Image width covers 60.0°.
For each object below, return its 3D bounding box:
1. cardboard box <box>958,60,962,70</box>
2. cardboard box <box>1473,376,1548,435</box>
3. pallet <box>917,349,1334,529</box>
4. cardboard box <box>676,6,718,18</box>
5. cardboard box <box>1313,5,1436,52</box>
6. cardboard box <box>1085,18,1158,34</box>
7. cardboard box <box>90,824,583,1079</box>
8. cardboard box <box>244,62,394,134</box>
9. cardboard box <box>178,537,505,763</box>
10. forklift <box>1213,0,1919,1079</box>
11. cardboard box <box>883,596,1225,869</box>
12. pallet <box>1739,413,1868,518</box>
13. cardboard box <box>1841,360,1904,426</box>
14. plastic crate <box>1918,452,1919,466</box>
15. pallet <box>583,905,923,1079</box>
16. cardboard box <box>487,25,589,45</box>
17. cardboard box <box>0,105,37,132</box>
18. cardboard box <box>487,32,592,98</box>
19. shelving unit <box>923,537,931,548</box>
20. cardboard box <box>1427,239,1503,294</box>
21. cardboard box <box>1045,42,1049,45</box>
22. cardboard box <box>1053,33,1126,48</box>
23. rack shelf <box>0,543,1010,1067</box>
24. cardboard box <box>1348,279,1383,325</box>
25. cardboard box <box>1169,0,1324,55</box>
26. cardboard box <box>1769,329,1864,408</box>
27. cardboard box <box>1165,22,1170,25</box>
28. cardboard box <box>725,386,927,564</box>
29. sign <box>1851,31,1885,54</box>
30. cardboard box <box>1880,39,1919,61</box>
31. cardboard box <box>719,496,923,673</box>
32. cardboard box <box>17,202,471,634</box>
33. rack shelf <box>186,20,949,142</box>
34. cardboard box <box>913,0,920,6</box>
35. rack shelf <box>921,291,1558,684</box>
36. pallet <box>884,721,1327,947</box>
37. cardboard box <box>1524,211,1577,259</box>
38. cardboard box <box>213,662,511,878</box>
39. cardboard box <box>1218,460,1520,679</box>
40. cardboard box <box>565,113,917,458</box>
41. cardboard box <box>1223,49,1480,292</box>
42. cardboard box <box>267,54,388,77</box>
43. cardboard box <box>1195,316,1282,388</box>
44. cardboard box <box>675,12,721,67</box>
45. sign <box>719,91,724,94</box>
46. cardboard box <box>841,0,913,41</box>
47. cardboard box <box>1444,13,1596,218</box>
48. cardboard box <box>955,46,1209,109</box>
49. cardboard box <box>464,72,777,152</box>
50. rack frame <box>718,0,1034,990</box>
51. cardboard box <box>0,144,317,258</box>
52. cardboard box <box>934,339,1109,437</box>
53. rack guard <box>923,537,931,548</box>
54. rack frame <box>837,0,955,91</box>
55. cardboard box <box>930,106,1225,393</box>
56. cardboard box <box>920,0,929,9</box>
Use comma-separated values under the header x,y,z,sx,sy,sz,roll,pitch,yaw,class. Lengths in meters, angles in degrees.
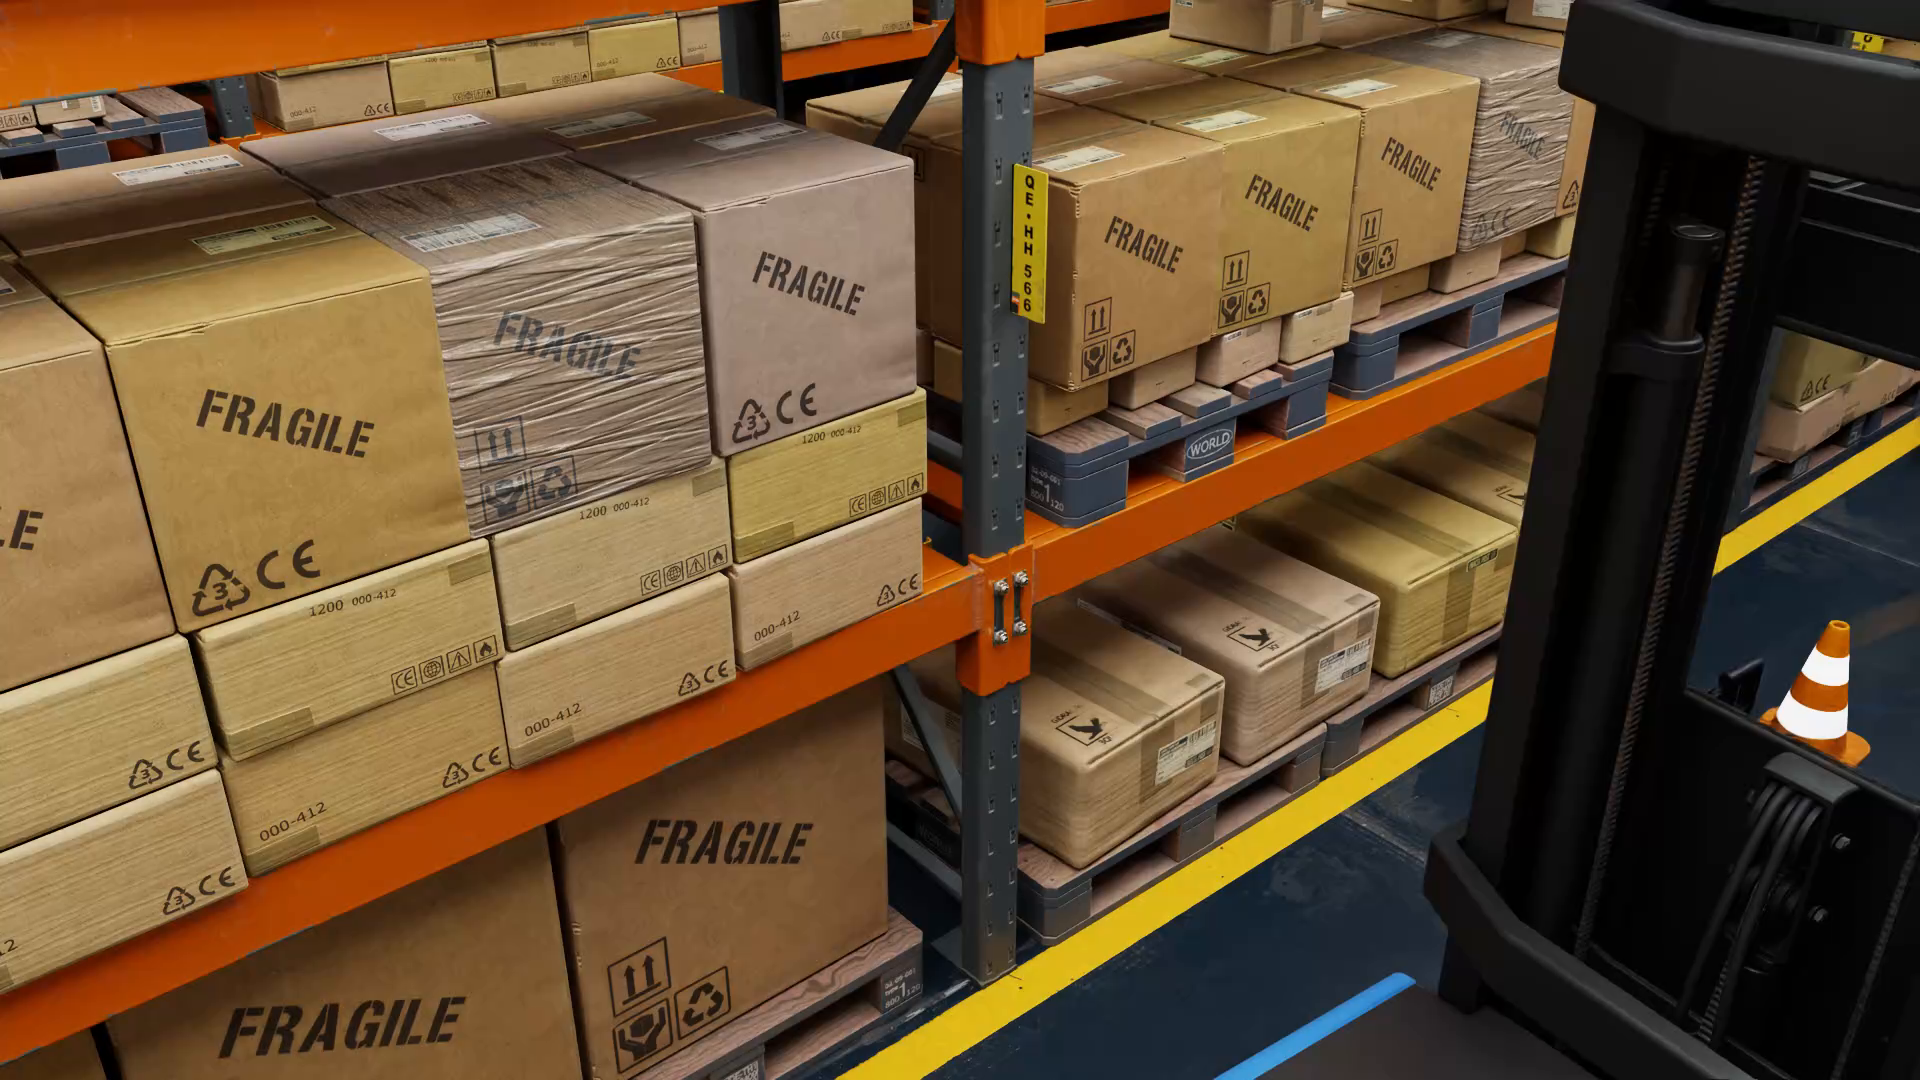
x,y,z,sx,sy,sz,roll,pitch,yaw,class
0.174,-2.760,10.142,0.500,0.250,0.500,-23,35,-36,cardboard box
2.429,-0.397,6.653,0.625,0.372,0.950,-21,35,-34,cardboard box
0.257,-0.480,4.669,1.003,0.211,1.213,-22,35,-35,pallet
-1.385,-2.909,8.639,0.500,0.250,0.500,-21,35,-34,cardboard box
1.134,-1.391,5.303,0.500,0.500,0.500,-24,36,-37,cardboard box
0.997,-3.411,11.361,0.500,0.250,0.500,-23,36,-36,cardboard box
-1.477,0.896,3.699,0.875,0.875,0.875,-21,35,-34,cardboard box
-2.945,-2.069,7.598,0.500,0.250,0.500,-22,35,-35,cardboard box
-1.184,0.099,3.012,0.500,0.250,0.500,-23,36,-36,cardboard box
1.664,0.427,2.841,3.031,2.935,1.130,-18,33,-30,forklift
0.220,0.496,4.982,0.625,0.372,0.950,-25,37,-38,cardboard box
3.315,-0.520,7.500,1.213,0.211,1.003,-22,35,-35,pallet
3.849,-0.756,7.453,0.500,0.250,0.500,-20,34,-32,cardboard box
4.553,-0.431,7.471,0.402,0.080,0.583,15,32,26,plastic crate
-0.865,1.136,4.401,1.213,0.211,1.003,-22,35,-35,pallet
-2.153,-2.596,8.054,0.500,0.250,0.500,-23,36,-36,cardboard box
-4.033,-1.767,6.588,0.500,0.250,0.500,-24,36,-37,cardboard box
-2.172,-2.381,8.182,0.500,0.250,0.500,-23,36,-36,cardboard box
0.058,-0.685,6.440,1.083,1.500,0.587,-22,35,-35,shelving unit
1.412,-0.893,5.059,0.250,0.149,0.380,-21,34,-33,cardboard box
0.227,-3.104,10.788,0.500,0.250,0.500,-22,35,-36,cardboard box
0.940,-3.069,10.721,0.500,0.250,0.500,-21,34,-33,cardboard box
-1.738,0.621,3.169,4.000,0.370,1.077,-22,35,-35,rack shelf
0.982,-0.736,4.765,0.250,0.149,0.380,-20,34,-32,cardboard box
0.845,-1.557,4.925,0.250,0.149,0.380,-24,36,-37,cardboard box
3.451,-0.919,6.963,0.500,0.500,0.500,-20,34,-33,cardboard box
1.735,-3.379,11.301,0.500,0.250,0.500,-21,35,-34,cardboard box
-0.420,-0.223,3.614,0.500,0.250,0.500,-22,35,-35,cardboard box
3.190,-1.845,5.791,0.005,0.325,0.100,-22,35,-35,sign
3.342,-1.742,6.405,0.500,0.500,0.500,-22,35,-35,cardboard box
-0.433,0.006,3.716,0.500,0.250,0.500,-23,36,-37,cardboard box
-1.207,-0.232,2.835,0.500,0.500,0.500,-22,35,-35,cardboard box
-1.919,-2.382,8.787,4.000,0.370,1.077,-22,35,-35,rack shelf
-0.232,-3.589,10.178,0.500,0.500,0.500,-22,35,-35,cardboard box
1.305,-0.603,5.459,4.000,0.370,1.077,-22,35,-35,rack shelf
0.379,0.683,5.248,1.213,0.211,1.003,-22,35,-35,pallet
1.829,-1.043,5.340,0.250,0.149,0.380,-22,35,-35,cardboard box
-1.205,0.316,3.136,0.500,0.250,0.500,-22,35,-35,cardboard box
1.357,0.038,5.840,0.625,0.372,0.950,-21,34,-33,cardboard box
-0.440,-0.541,3.414,0.500,0.500,0.500,-23,36,-36,cardboard box
1.068,-1.050,4.666,0.500,0.500,0.500,-21,35,-34,cardboard box
-2.929,-2.281,7.464,0.500,0.250,0.500,-22,35,-35,cardboard box
0.626,-0.557,4.431,0.250,0.149,0.380,-25,37,-38,cardboard box
-1.388,-2.700,8.779,0.500,0.250,0.500,-22,35,-35,cardboard box
-0.576,-0.976,4.249,0.005,0.325,0.100,-22,35,-35,sign
-0.612,-2.997,9.334,0.500,0.250,0.500,-21,35,-34,cardboard box
1.851,-1.361,5.247,0.500,0.500,0.500,-21,34,-33,cardboard box
0.335,-1.070,4.702,0.500,0.500,0.500,-23,35,-36,cardboard box
-0.750,-0.730,3.767,0.500,0.500,0.500,-23,36,-36,cardboard box
-0.216,-0.308,4.145,0.127,3.000,1.000,-22,35,-35,rack frame
-1.525,-0.422,3.191,0.500,0.500,0.500,-21,34,-34,cardboard box
0.151,-0.416,4.166,0.250,0.149,0.380,-24,37,-38,cardboard box
-0.321,0.019,6.450,0.087,0.250,0.587,-22,35,-35,rack guard
-0.398,-3.311,9.762,0.127,3.000,1.000,-22,35,-35,rack frame
0.276,-0.724,4.054,0.500,0.500,0.500,-23,36,-36,cardboard box
0.109,-3.397,9.818,0.500,0.500,0.500,-23,36,-36,cardboard box
